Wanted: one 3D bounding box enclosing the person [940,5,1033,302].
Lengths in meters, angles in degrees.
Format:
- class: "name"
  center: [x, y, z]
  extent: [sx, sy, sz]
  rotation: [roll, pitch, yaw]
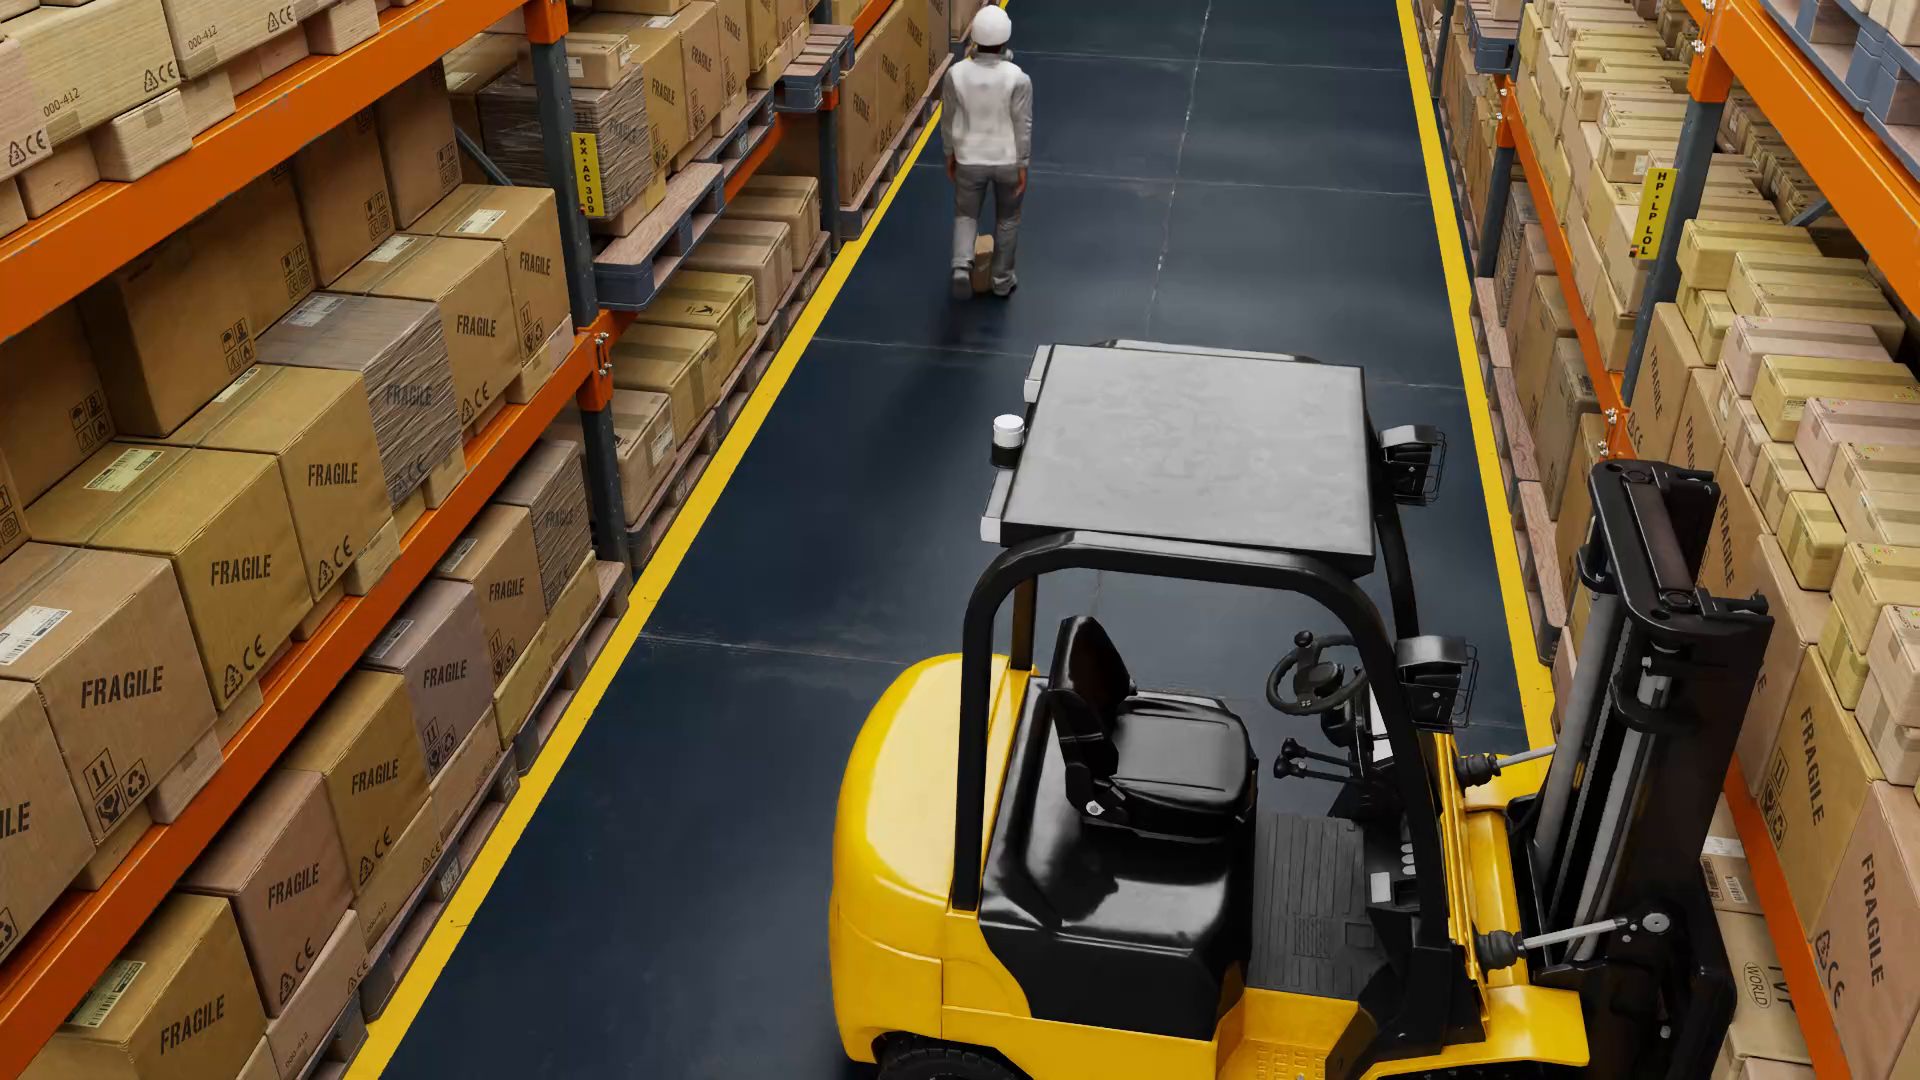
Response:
- class: "person"
  center: [0.148, -2.188, 9.566]
  extent: [0.536, 1.748, 0.736]
  rotation: [6, 33, 9]
